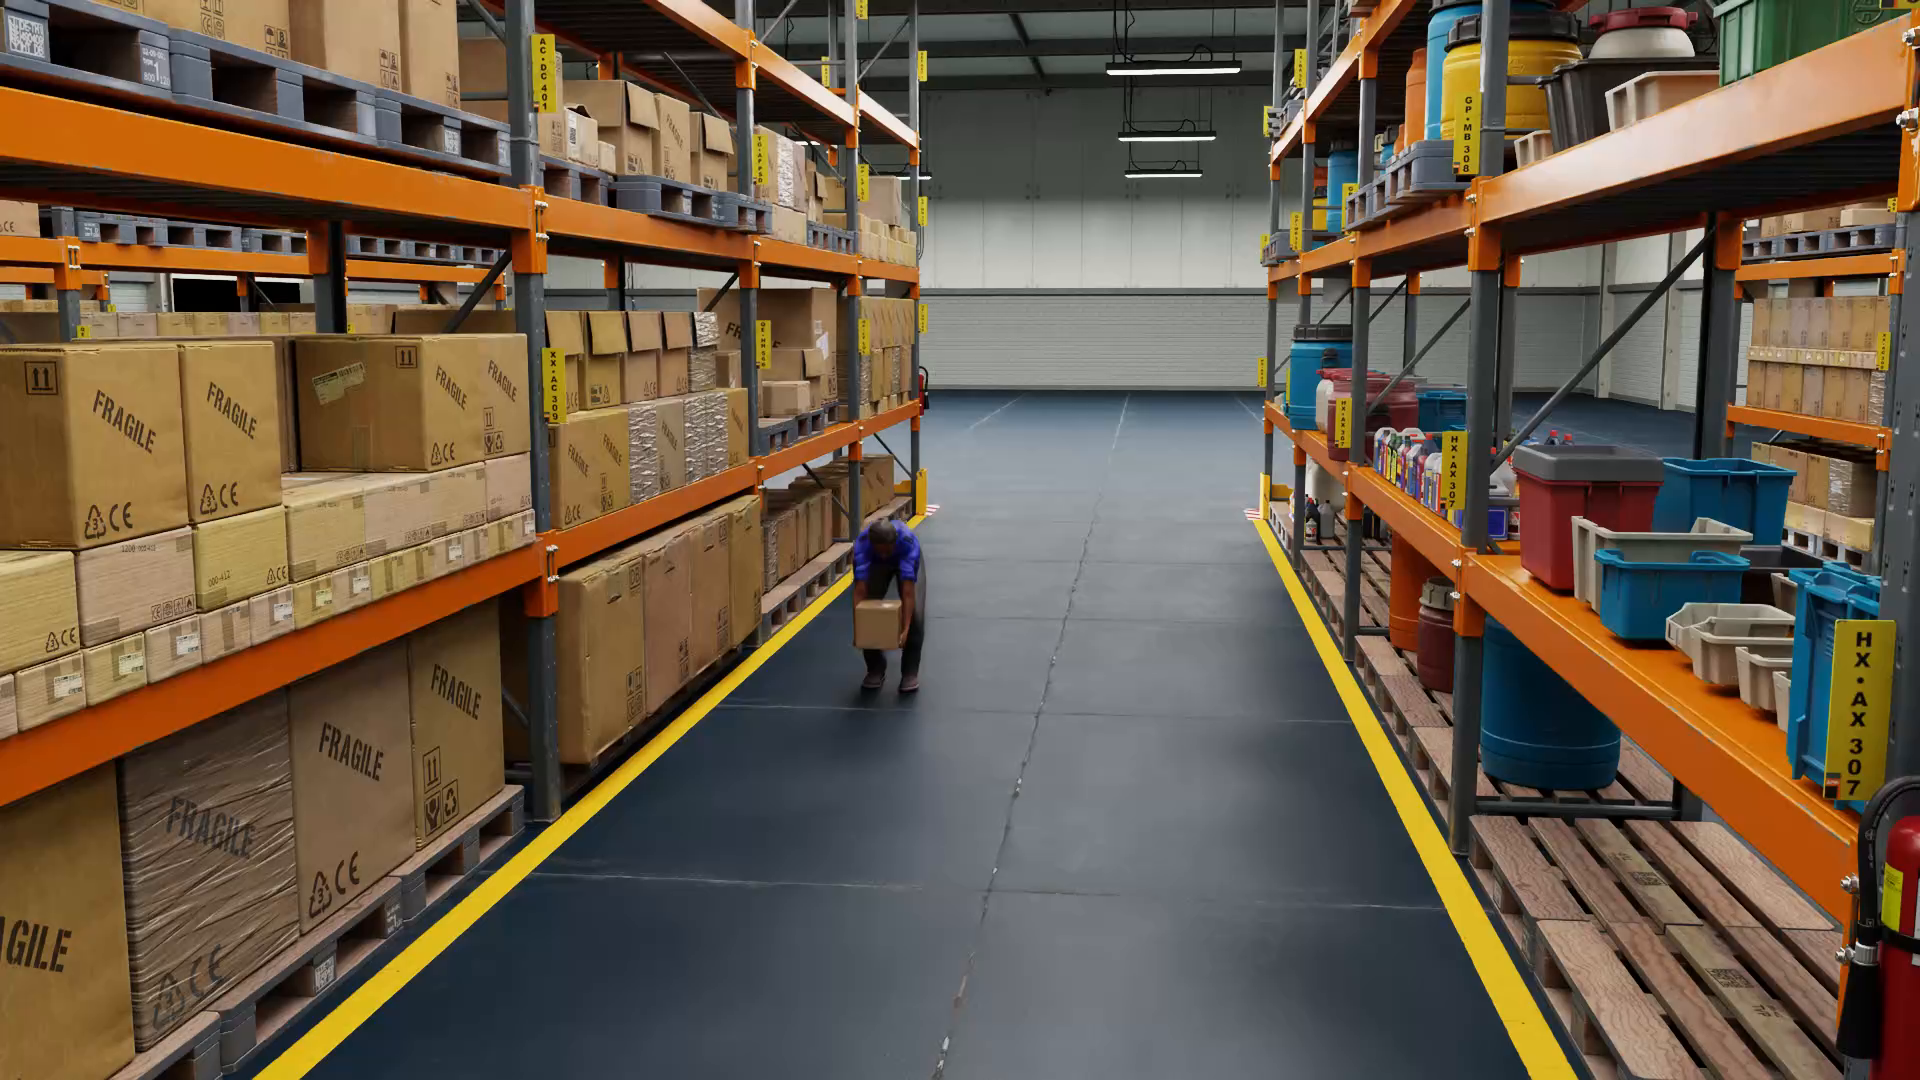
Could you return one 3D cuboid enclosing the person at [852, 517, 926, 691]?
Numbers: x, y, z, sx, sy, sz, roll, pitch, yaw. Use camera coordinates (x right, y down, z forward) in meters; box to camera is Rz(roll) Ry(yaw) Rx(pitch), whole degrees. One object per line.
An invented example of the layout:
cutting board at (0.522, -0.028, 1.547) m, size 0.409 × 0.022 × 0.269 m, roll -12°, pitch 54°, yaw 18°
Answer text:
person at (-0.438, 0.381, 10.083) m, size 0.437 × 1.105 × 0.850 m, roll 1°, pitch 8°, yaw 6°
